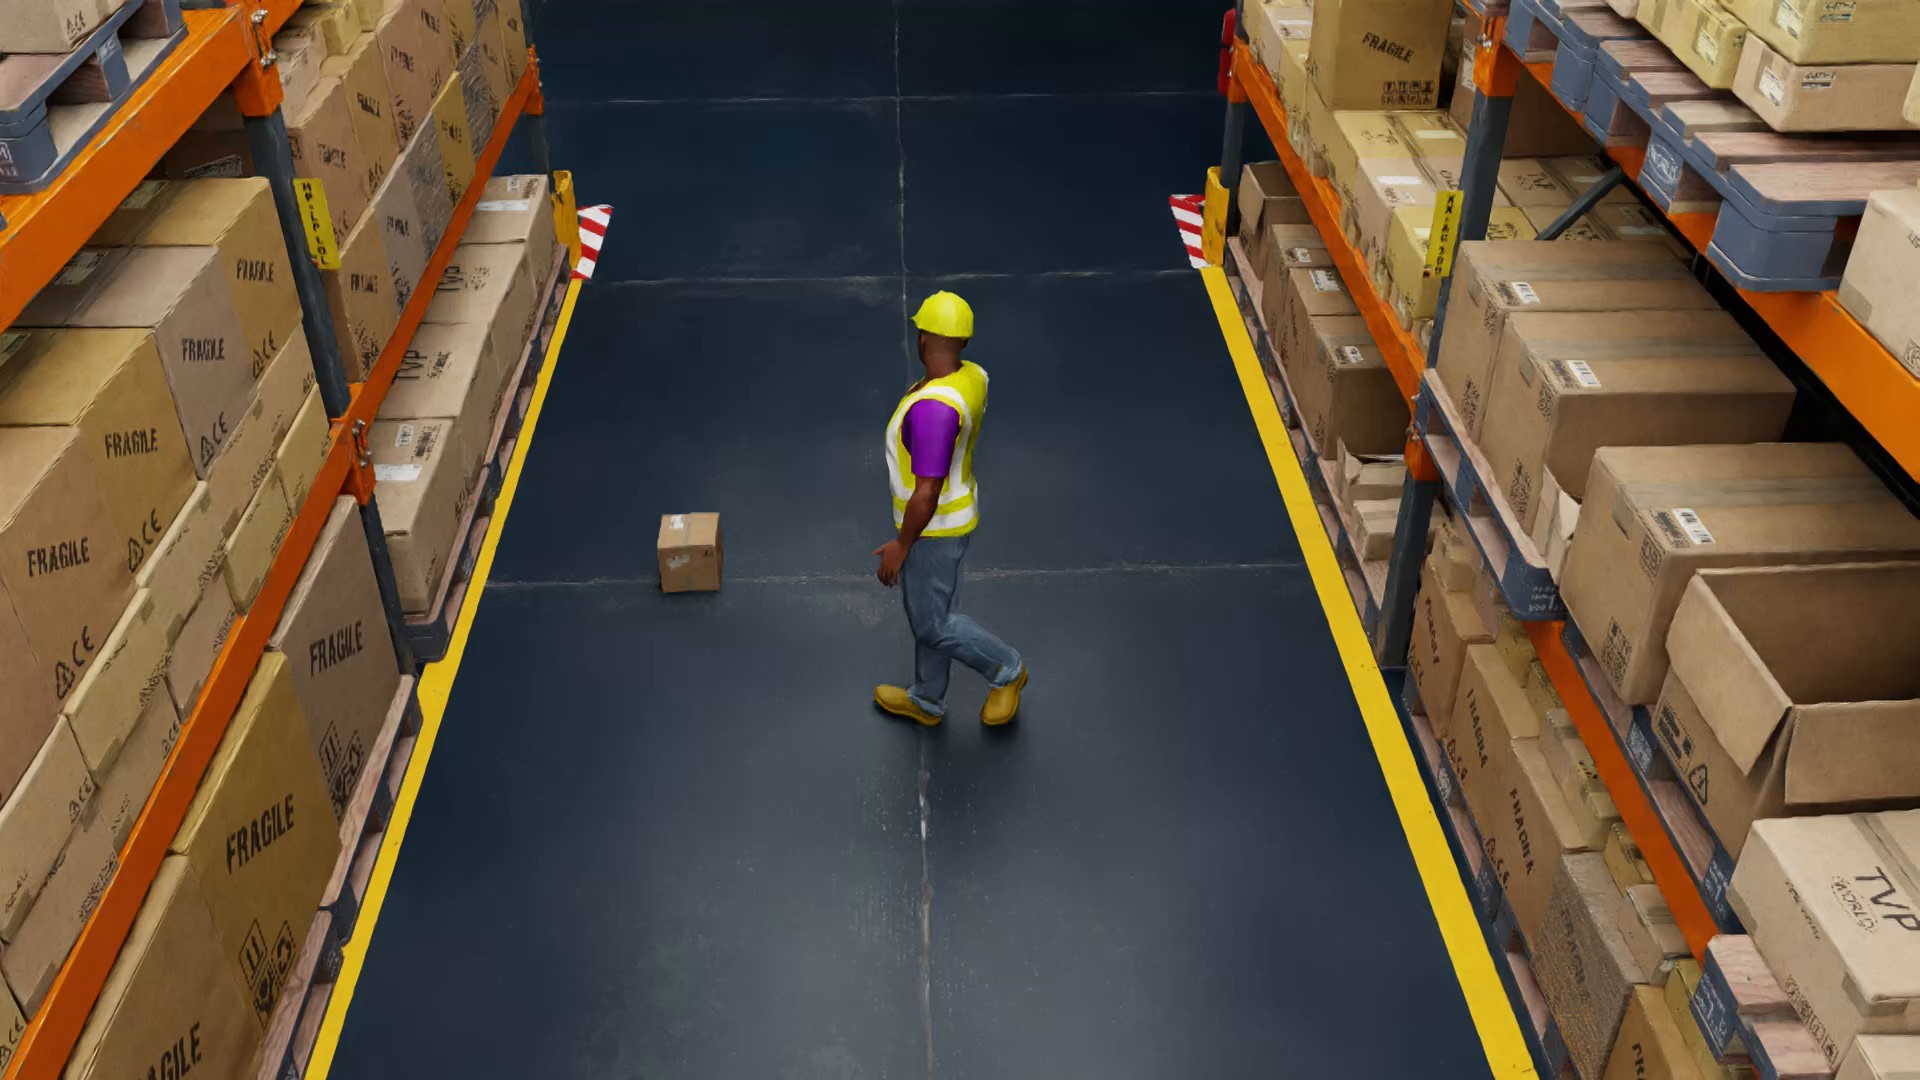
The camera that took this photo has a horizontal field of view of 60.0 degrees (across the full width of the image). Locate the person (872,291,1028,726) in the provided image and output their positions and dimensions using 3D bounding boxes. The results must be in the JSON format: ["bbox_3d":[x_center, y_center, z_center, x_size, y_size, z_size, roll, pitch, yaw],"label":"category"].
[{"bbox_3d":[-0.037,-0.081,6.268,0.622,1.738,0.622,1,35,1],"label":"person"}]
